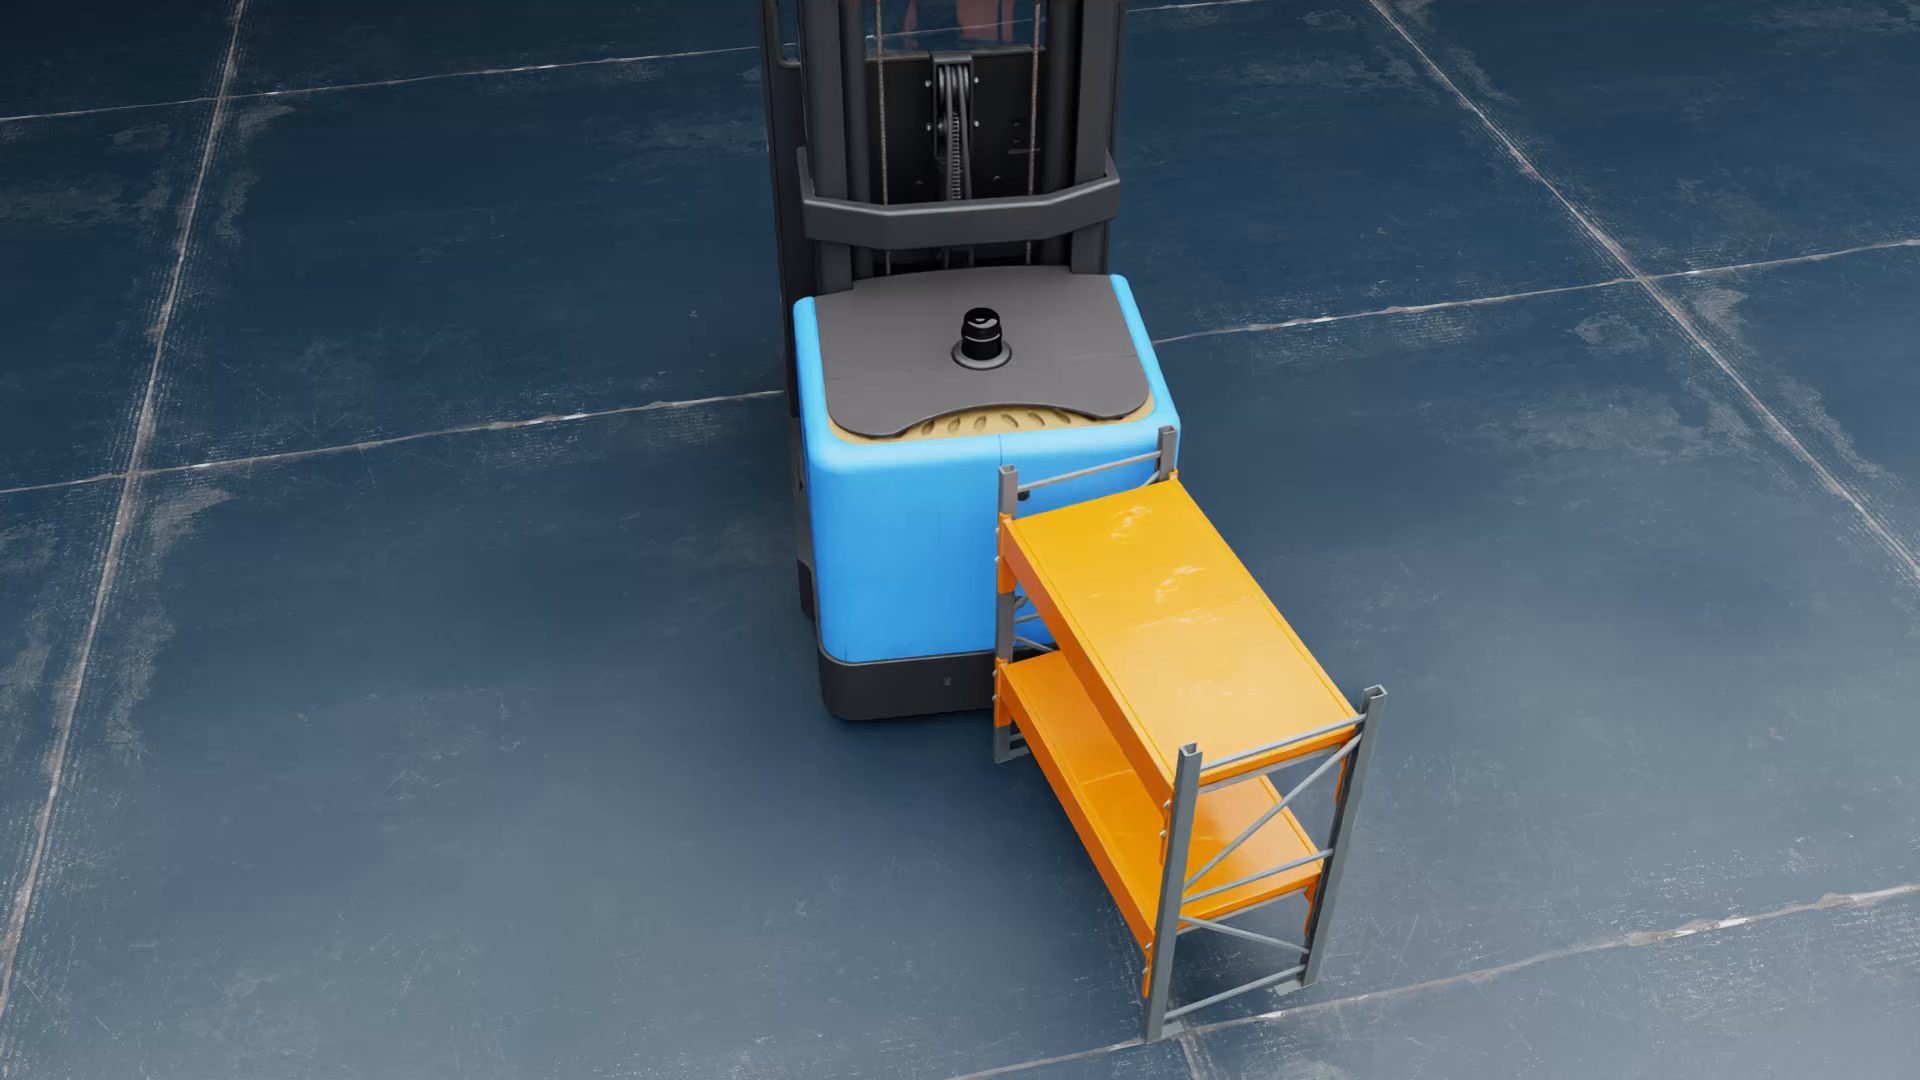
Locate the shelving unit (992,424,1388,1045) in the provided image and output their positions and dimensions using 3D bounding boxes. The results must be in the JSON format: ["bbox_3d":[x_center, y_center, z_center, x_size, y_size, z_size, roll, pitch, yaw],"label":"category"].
[{"bbox_3d":[0.522,0.497,4.343,0.538,1.125,1.048,-15,44,-16],"label":"shelving unit"}]

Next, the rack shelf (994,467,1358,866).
[{"bbox_3d":[0.522,0.278,4.149,0.538,0.278,1.000,-15,44,-16],"label":"rack shelf"}]

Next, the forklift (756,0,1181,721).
[{"bbox_3d":[-0.087,-1.530,5.265,1.130,2.935,3.031,-5,42,-6],"label":"forklift"}]

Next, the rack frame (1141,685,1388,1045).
[{"bbox_3d":[0.707,0.811,3.989,0.500,1.125,0.032,-15,44,-16],"label":"rack frame"}]

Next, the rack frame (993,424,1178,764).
[{"bbox_3d":[0.337,0.183,4.697,0.500,1.125,0.032,-15,44,-16],"label":"rack frame"}]

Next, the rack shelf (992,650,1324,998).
[{"bbox_3d":[0.522,0.680,4.505,0.538,0.278,1.000,-15,44,-16],"label":"rack shelf"}]
